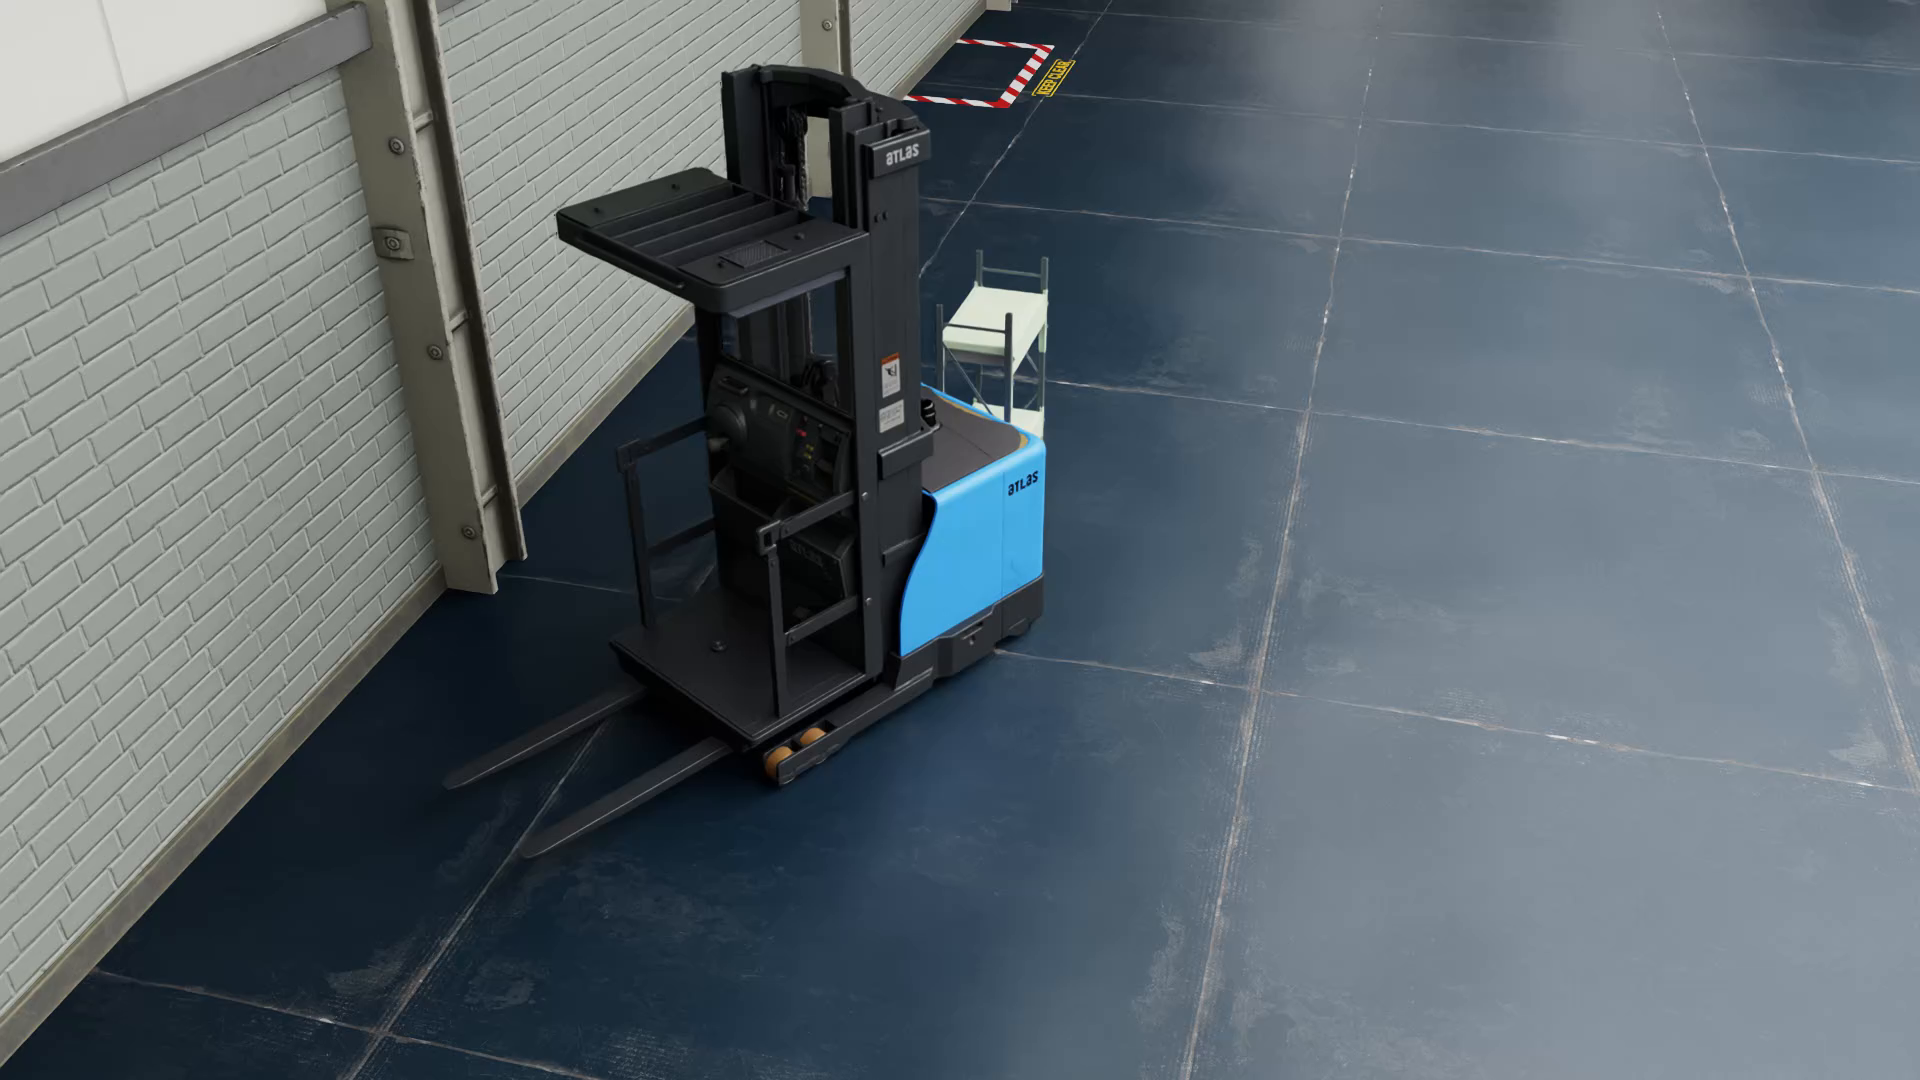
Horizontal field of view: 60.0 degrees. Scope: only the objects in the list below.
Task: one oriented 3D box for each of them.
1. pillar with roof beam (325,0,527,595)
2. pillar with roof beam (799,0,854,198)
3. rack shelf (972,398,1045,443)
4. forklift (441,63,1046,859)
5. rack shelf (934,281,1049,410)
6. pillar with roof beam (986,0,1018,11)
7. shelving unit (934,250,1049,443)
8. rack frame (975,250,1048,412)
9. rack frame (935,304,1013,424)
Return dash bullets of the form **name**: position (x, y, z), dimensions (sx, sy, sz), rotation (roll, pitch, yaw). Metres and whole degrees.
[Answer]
- **pillar with roof beam**: position (1.579, -3.044, 5.720), dimensions (9.100, 9.000, 0.400), rotation (8, 33, 12)
- **pillar with roof beam**: position (3.102, -6.157, 10.618), dimensions (9.100, 9.000, 0.400), rotation (8, 33, 12)
- **rack shelf**: position (0.175, -0.439, 9.221), dimensions (0.431, 0.370, 0.720), rotation (9, 34, 14)
- **forklift**: position (-0.960, -0.440, 7.280), dimensions (1.130, 2.935, 3.031), rotation (28, 42, 36)
- **rack shelf**: position (0.175, -1.044, 8.837), dimensions (0.431, 0.370, 0.720), rotation (9, 34, 14)
- **pillar with roof beam**: position (4.625, -9.271, 15.515), dimensions (9.100, 9.000, 0.400), rotation (8, 33, 12)
- **shelving unit**: position (0.175, -0.715, 9.046), dimensions (0.431, 1.500, 0.755), rotation (9, 34, 14)
- **rack frame**: position (0.279, -0.903, 9.342), dimensions (0.400, 1.500, 0.023), rotation (9, 34, 14)
- **rack frame**: position (0.070, -0.526, 8.750), dimensions (0.400, 1.500, 0.023), rotation (9, 34, 14)
